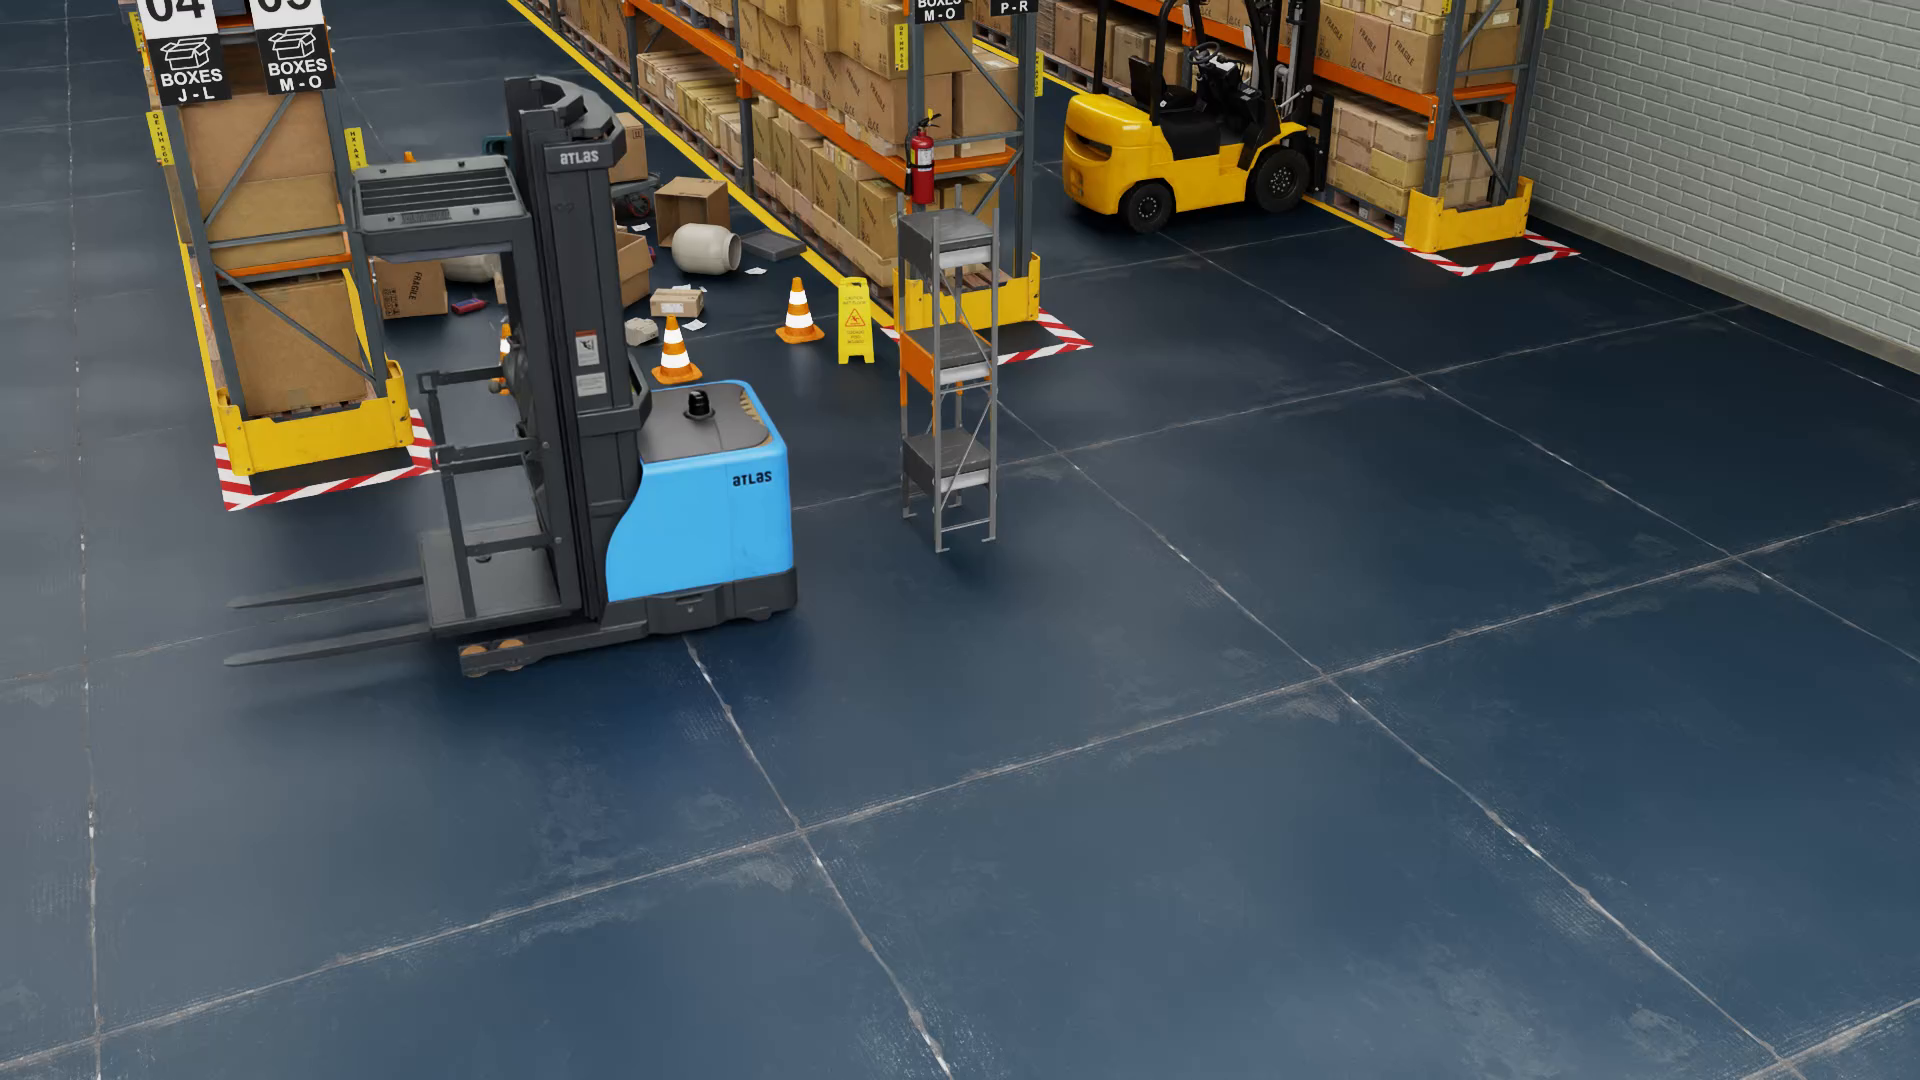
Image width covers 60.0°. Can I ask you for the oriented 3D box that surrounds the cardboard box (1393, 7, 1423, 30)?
[{"bbox_3d":[4.032,-4.584,14.565,0.380,0.149,0.250,-13,32,-21],"label":"cardboard box"}]

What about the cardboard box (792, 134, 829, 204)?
[{"bbox_3d":[-1.157,-3.310,14.674,0.500,0.500,0.500,-11,31,-19],"label":"cardboard box"}]

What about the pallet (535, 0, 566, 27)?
[{"bbox_3d":[-5.318,-7.449,23.292,1.003,0.211,1.213,-13,32,-22],"label":"pallet"}]

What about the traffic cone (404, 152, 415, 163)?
[{"bbox_3d":[-5.267,-3.498,15.989,0.336,0.463,0.334,-13,32,-22],"label":"traffic cone"}]

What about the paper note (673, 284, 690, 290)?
[{"bbox_3d":[-2.344,-2.119,13.982,0.148,0.019,0.142,-3,29,-5],"label":"paper note"}]

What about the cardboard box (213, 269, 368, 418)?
[{"bbox_3d":[-4.689,-1.471,11.522,0.875,0.875,0.875,-13,32,-22],"label":"cardboard box"}]

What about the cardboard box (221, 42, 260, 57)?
[{"bbox_3d":[-4.900,-3.136,11.492,0.875,0.550,0.550,-13,32,-22],"label":"cardboard box"}]

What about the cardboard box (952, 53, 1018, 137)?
[{"bbox_3d":[0.136,-3.453,12.908,0.500,0.500,0.500,-14,32,-23],"label":"cardboard box"}]

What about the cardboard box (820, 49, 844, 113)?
[{"bbox_3d":[-0.815,-3.812,13.547,0.500,0.500,0.500,-13,32,-22],"label":"cardboard box"}]

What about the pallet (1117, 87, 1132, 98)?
[{"bbox_3d":[2.502,-4.924,18.789,1.003,0.211,1.213,-13,32,-22],"label":"pallet"}]

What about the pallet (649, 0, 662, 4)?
[{"bbox_3d":[-2.943,-6.170,18.356,1.213,0.211,1.003,-13,32,-22],"label":"pallet"}]

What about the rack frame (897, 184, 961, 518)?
[{"bbox_3d":[-0.176,-1.097,10.032,0.400,2.100,0.015,-13,32,-22],"label":"rack frame"}]

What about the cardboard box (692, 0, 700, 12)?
[{"bbox_3d":[-2.451,-5.361,16.543,0.380,0.149,0.250,-13,32,-22],"label":"cardboard box"}]

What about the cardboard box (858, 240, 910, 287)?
[{"bbox_3d":[-0.511,-2.308,13.653,0.500,0.250,0.500,-13,32,-22],"label":"cardboard box"}]

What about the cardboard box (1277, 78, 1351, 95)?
[{"bbox_3d":[3.430,-4.285,16.157,0.500,0.250,0.500,-14,32,-23],"label":"cardboard box"}]

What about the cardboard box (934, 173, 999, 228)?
[{"bbox_3d":[-0.018,-2.748,13.672,0.500,0.500,0.500,-14,32,-24],"label":"cardboard box"}]

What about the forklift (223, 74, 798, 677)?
[{"bbox_3d":[-2.495,-0.834,8.713,3.031,2.935,1.130,-10,31,-17],"label":"forklift"}]

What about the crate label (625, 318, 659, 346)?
[{"bbox_3d":[-2.511,-1.634,12.997,0.298,0.136,0.250,19,34,30],"label":"crate label"}]

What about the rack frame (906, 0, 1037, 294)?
[{"bbox_3d":[0.089,-3.013,12.528,1.000,3.000,0.127,-13,32,-22],"label":"rack frame"}]

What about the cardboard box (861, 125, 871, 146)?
[{"bbox_3d":[-0.564,-3.230,13.172,0.380,0.149,0.250,-14,32,-23],"label":"cardboard box"}]

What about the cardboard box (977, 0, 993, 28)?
[{"bbox_3d":[0.555,-7.048,21.851,0.500,0.500,0.500,-14,32,-23],"label":"cardboard box"}]

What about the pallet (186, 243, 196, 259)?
[{"bbox_3d":[-6.455,-2.804,15.008,1.003,0.211,1.213,-13,32,-22],"label":"pallet"}]

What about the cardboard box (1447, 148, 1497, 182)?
[{"bbox_3d":[4.556,-3.510,15.286,0.500,0.250,0.500,-12,32,-21],"label":"cardboard box"}]

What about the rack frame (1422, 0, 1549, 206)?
[{"bbox_3d":[4.570,-4.056,14.390,1.000,3.000,0.127,-13,32,-22],"label":"rack frame"}]

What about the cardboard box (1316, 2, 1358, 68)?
[{"bbox_3d":[3.687,-4.720,15.471,0.500,0.500,0.500,-14,32,-23],"label":"cardboard box"}]

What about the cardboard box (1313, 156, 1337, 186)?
[{"bbox_3d":[3.672,-3.626,16.004,0.500,0.250,0.500,-13,32,-21],"label":"cardboard box"}]

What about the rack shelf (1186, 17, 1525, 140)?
[{"bbox_3d":[3.712,-4.626,16.141,1.077,0.370,4.000,-13,32,-22],"label":"rack shelf"}]

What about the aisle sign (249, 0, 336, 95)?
[{"bbox_3d":[-4.037,-3.094,10.016,0.394,0.787,0.004,-13,32,-22],"label":"aisle sign"}]

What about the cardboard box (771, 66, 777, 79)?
[{"bbox_3d":[-1.486,-4.252,14.995,0.380,0.149,0.250,-13,32,-22],"label":"cardboard box"}]

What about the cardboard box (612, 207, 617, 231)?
[{"bbox_3d":[-3.361,-2.639,14.275,0.797,0.637,0.503,-13,32,-22],"label":"cardboard box"}]

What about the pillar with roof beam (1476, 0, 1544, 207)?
[{"bbox_3d":[1.197,-6.266,12.197,9.100,9.000,0.400,-13,32,-22],"label":"pillar with roof beam"}]

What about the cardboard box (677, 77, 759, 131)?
[{"bbox_3d":[-2.467,-4.671,17.744,0.950,0.372,0.625,-12,31,-20],"label":"cardboard box"}]

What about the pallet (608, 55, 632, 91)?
[{"bbox_3d":[-3.616,-5.694,20.162,1.003,0.211,1.213,-13,32,-22],"label":"pallet"}]

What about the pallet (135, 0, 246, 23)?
[{"bbox_3d":[-4.666,-3.524,10.464,1.003,0.211,1.213,-13,32,-22],"label":"pallet"}]

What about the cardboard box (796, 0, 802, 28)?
[{"bbox_3d":[-0.939,-4.480,13.717,0.700,0.500,0.500,-13,32,-22],"label":"cardboard box"}]

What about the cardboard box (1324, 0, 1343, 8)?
[{"bbox_3d":[3.596,-5.039,15.376,0.380,0.149,0.250,-13,32,-22],"label":"cardboard box"}]

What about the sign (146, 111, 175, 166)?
[{"bbox_3d":[-4.834,-2.429,10.062,0.100,0.325,0.005,-13,32,-22],"label":"sign"}]

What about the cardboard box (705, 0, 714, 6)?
[{"bbox_3d":[-2.248,-5.511,16.148,0.500,0.500,0.500,-13,32,-22],"label":"cardboard box"}]

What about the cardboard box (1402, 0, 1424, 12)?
[{"bbox_3d":[4.092,-4.729,14.520,0.380,0.149,0.250,-13,32,-22],"label":"cardboard box"}]

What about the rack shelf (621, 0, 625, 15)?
[{"bbox_3d":[-4.204,-7.116,20.582,1.077,0.370,4.000,-13,32,-22],"label":"rack shelf"}]

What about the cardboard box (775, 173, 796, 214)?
[{"bbox_3d":[-1.379,-3.213,15.267,0.500,0.250,0.500,-11,31,-19],"label":"cardboard box"}]

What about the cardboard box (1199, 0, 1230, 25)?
[{"bbox_3d":[2.808,-5.616,17.069,0.500,0.500,0.500,-14,32,-23],"label":"cardboard box"}]

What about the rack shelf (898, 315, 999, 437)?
[{"bbox_3d":[-0.071,-0.977,9.846,0.431,0.518,0.480,-13,32,-22],"label":"rack shelf"}]

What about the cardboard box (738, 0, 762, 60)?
[{"bbox_3d":[-1.691,-4.700,15.131,0.500,0.500,0.500,-13,32,-22],"label":"cardboard box"}]

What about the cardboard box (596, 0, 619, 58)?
[{"bbox_3d":[-3.946,-6.520,20.527,0.875,0.875,0.875,-13,32,-21],"label":"cardboard box"}]

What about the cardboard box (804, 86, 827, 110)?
[{"bbox_3d":[-1.108,-3.791,14.173,0.380,0.149,0.250,-13,32,-22],"label":"cardboard box"}]

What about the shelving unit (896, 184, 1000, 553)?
[{"bbox_3d":[-0.071,-0.989,9.840,0.431,2.100,0.503,-13,32,-22],"label":"shelving unit"}]

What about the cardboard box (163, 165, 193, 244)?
[{"bbox_3d":[-6.403,-3.153,14.649,1.050,0.750,0.750,-13,32,-22],"label":"cardboard box"}]

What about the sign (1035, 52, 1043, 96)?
[{"bbox_3d":[0.579,-3.504,12.520,0.100,0.325,0.005,-13,32,-22],"label":"sign"}]

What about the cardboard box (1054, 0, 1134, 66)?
[{"bbox_3d":[1.679,-6.172,20.162,0.875,0.625,0.625,-12,31,-20],"label":"cardboard box"}]

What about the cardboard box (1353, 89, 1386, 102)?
[{"bbox_3d":[4.112,-4.172,15.955,0.500,0.250,0.500,-13,32,-22],"label":"cardboard box"}]

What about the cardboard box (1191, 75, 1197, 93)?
[{"bbox_3d":[2.782,-4.747,17.492,0.500,0.250,0.500,-13,32,-22],"label":"cardboard box"}]

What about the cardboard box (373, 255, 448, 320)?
[{"bbox_3d":[-4.462,-2.136,13.518,0.500,0.500,0.500,-8,30,-13],"label":"cardboard box"}]

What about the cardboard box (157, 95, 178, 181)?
[{"bbox_3d":[-5.504,-3.099,12.529,0.875,0.550,0.550,-13,32,-22],"label":"cardboard box"}]

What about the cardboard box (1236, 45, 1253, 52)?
[{"bbox_3d":[3.239,-5.067,17.551,0.500,0.250,0.500,-12,32,-21],"label":"cardboard box"}]

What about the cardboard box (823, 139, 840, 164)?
[{"bbox_3d":[-0.925,-3.282,13.961,0.380,0.149,0.250,-12,31,-20],"label":"cardboard box"}]

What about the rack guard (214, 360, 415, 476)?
[{"bbox_3d":[-4.328,-0.828,11.188,1.175,0.500,0.348,-13,32,-22],"label":"rack guard"}]

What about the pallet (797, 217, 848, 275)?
[{"bbox_3d":[-0.780,-2.734,14.883,1.003,0.211,1.213,-13,32,-22],"label":"pallet"}]

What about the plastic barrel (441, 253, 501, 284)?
[{"bbox_3d":[-4.183,-2.393,14.057,0.512,0.421,0.421,7,30,13],"label":"plastic barrel"}]
